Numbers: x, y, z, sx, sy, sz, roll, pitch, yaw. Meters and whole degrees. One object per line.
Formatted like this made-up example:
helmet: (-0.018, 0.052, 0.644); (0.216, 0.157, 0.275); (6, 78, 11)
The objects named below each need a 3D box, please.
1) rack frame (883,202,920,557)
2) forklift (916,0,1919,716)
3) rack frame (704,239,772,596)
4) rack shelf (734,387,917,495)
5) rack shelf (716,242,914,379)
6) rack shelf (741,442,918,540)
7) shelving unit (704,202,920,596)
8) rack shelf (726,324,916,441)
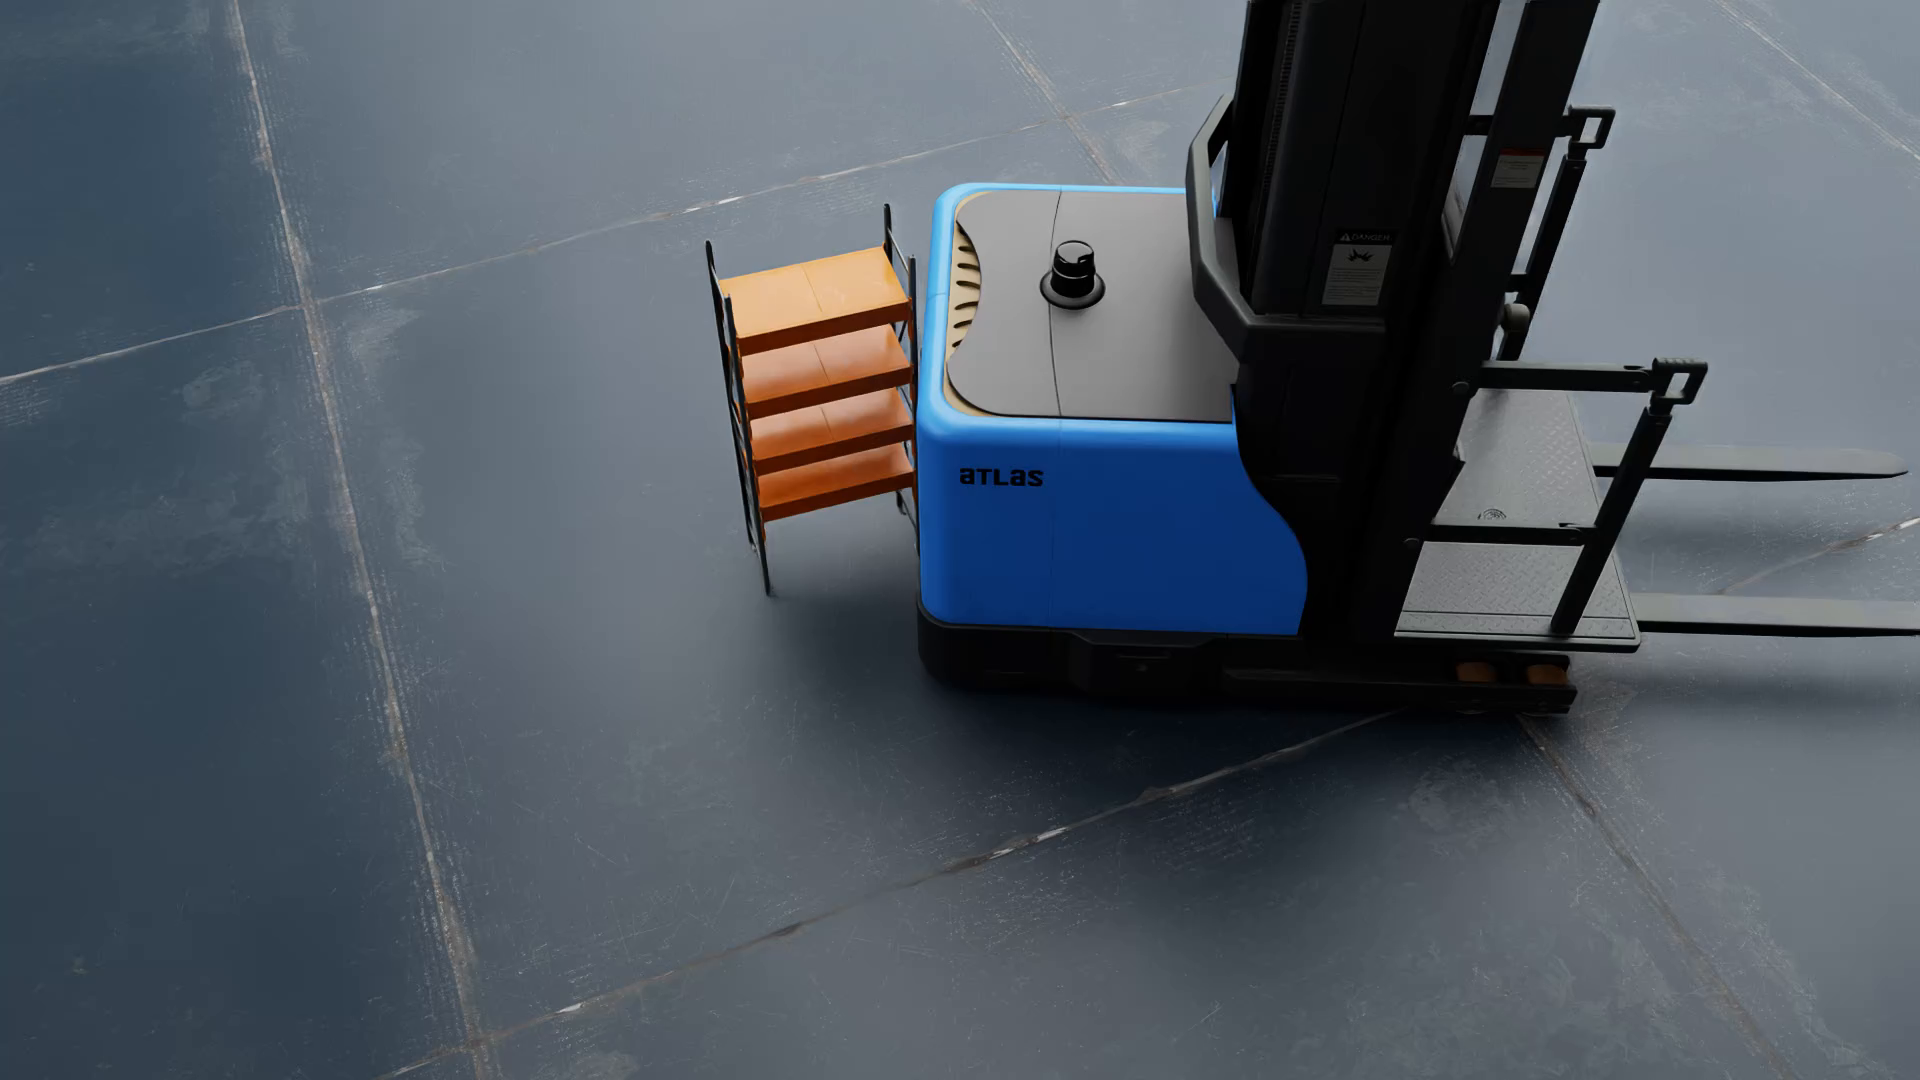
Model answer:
rack frame: (-0.160, -0.424, 4.823); (0.015, 1.200, 0.240); (-14, 51, -12)
forklift: (1.409, -0.861, 4.057); (3.031, 2.935, 1.130); (2, 49, 2)
rack frame: (-0.623, -0.307, 4.723); (0.015, 1.200, 0.240); (-14, 51, -12)
rack shelf: (-0.392, -0.322, 4.824); (0.480, 0.148, 0.258); (-14, 51, -12)
rack shelf: (-0.392, -0.621, 4.475); (0.480, 0.148, 0.258); (-14, 51, -12)
rack shelf: (-0.392, -0.192, 4.975); (0.480, 0.148, 0.258); (-14, 51, -12)
shelving unit: (-0.392, -0.365, 4.773); (0.503, 1.200, 0.258); (-14, 51, -12)
rack shelf: (-0.392, -0.467, 4.654); (0.480, 0.148, 0.258); (-14, 51, -12)
